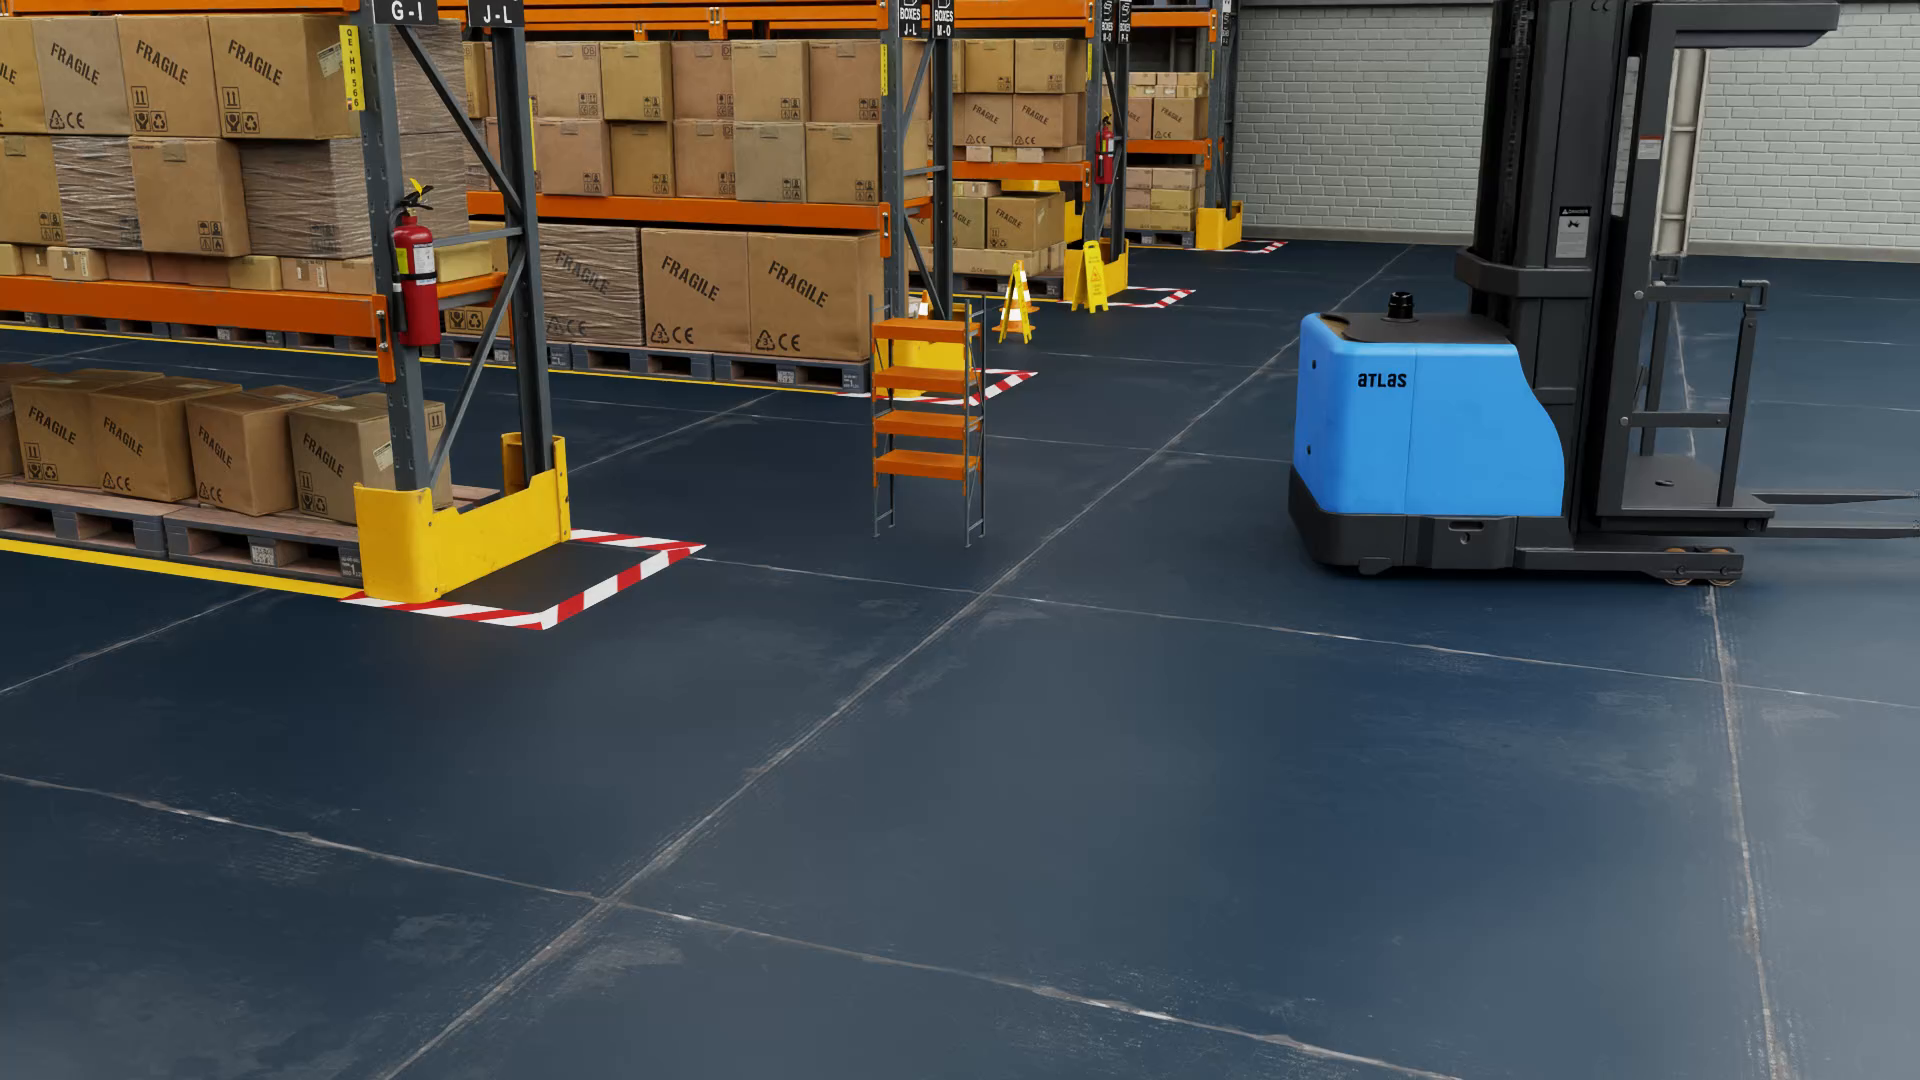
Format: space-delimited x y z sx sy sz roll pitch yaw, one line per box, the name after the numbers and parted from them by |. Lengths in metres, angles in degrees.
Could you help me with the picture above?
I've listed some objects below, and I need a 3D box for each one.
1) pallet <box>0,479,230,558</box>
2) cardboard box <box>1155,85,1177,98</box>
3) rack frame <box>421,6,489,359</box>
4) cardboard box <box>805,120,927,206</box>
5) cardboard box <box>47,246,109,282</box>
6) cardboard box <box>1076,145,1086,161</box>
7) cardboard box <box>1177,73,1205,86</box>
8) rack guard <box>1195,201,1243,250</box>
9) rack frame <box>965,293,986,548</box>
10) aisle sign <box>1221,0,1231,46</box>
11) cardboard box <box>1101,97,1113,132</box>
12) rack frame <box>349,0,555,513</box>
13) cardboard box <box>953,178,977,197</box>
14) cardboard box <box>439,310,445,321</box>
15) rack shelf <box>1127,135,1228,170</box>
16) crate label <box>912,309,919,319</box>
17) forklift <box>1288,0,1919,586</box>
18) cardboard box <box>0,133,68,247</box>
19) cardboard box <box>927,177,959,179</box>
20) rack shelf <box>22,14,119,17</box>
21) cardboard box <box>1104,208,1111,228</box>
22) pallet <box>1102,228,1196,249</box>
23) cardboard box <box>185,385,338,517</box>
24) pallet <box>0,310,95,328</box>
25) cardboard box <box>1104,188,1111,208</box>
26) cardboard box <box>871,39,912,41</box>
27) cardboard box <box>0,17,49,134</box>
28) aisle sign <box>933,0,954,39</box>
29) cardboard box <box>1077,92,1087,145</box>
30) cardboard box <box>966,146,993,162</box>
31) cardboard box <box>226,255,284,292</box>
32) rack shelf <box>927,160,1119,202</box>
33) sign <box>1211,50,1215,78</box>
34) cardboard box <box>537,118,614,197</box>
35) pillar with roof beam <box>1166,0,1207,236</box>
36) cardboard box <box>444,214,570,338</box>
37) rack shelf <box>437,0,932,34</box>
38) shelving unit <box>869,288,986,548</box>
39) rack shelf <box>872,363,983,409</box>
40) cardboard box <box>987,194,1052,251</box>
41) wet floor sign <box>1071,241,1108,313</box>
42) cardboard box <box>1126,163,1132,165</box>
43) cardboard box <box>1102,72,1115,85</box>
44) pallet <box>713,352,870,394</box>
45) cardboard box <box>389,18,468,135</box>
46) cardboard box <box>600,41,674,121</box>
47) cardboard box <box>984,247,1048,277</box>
-4.149 -0.205 8.503 1.213 0.211 1.003 6 17 21 | pallet
2.575 -5.518 20.458 0.250 0.149 0.380 7 17 22 | cardboard box
-4.012 -3.004 13.143 0.127 3.000 1.000 6 17 21 | rack frame
-0.653 -2.694 11.803 0.550 0.550 0.875 6 17 21 | cardboard box
-3.980 -1.300 7.723 0.250 0.149 0.380 6 17 21 | cardboard box
1.191 -3.857 16.531 0.250 0.149 0.380 6 17 21 | cardboard box
2.839 -5.662 20.419 0.250 0.149 0.380 6 17 21 | cardboard box
3.271 -3.974 20.967 0.348 0.500 1.175 6 17 21 | rack guard
0.073 -0.568 7.979 0.015 1.200 0.240 6 17 21 | rack frame
3.202 -6.343 19.979 0.004 0.787 0.394 6 17 21 | aisle sign
1.739 -5.315 20.923 0.500 0.500 0.500 6 17 20 | cardboard box
-2.205 -1.319 7.338 0.127 3.000 1.000 6 17 21 | rack frame
-0.008 -3.503 16.531 0.250 0.149 0.380 7 17 22 | cardboard box
-4.622 -2.166 13.536 0.750 0.750 1.050 6 17 20 | cardboard box
1.389 -5.036 21.432 4.000 0.370 1.077 6 17 21 | rack shelf
-0.287 -1.966 14.699 0.298 0.136 0.250 -2 16 -8 | crate label
3.157 -1.352 7.573 3.031 2.935 1.130 1 16 2 | forklift
-4.126 -1.710 7.971 0.500 0.500 0.875 6 17 21 | cardboard box
-0.137 -4.817 21.771 0.500 0.250 0.500 6 17 20 | cardboard box
-11.592 -6.417 20.806 4.000 0.370 1.077 6 17 21 | rack shelf
1.775 -4.131 21.203 0.500 0.250 0.500 6 17 21 | cardboard box
2.522 -3.905 21.248 1.213 0.211 1.003 6 17 21 | pallet
-3.348 -0.441 8.043 0.500 0.500 0.500 12 20 35 | cardboard box
-8.459 -2.155 15.218 1.213 0.211 1.003 6 17 21 | pallet
1.731 -4.369 21.124 0.500 0.250 0.500 6 17 19 | cardboard box
-0.517 -4.722 16.554 0.500 0.500 0.700 6 17 20 | cardboard box
-4.201 -2.137 7.649 0.500 0.500 0.500 6 17 21 | cardboard box
-0.115 -3.914 11.614 0.004 0.787 0.394 6 17 21 | aisle sign
1.092 -4.201 16.550 0.500 0.500 0.500 6 17 20 | cardboard box
0.247 -3.799 16.330 0.250 0.149 0.380 7 17 22 | cardboard box
-3.029 -1.212 7.420 0.250 0.149 0.380 6 17 21 | cardboard box
-0.429 -3.749 16.996 4.000 0.370 1.077 6 17 21 | rack shelf
3.037 -5.708 19.952 0.005 0.325 0.100 6 17 21 | sign
-2.685 -2.906 12.533 0.550 0.550 0.875 6 17 21 | cardboard box
1.353 -7.247 16.995 0.400 9.000 9.100 6 17 21 | pillar with roof beam
-3.453 -2.103 13.096 0.875 0.875 0.875 7 17 21 | cardboard box
-2.151 -3.895 12.120 4.000 0.370 1.077 6 17 21 | rack shelf
-0.154 -0.593 8.065 0.503 1.200 0.258 6 17 21 | shelving unit
-0.154 -0.743 8.021 0.480 0.148 0.258 6 17 21 | rack shelf
0.590 -3.145 16.461 0.500 0.500 0.500 6 17 21 | cardboard box
1.215 -2.462 15.496 0.232 0.644 0.267 14 21 40 | wet floor sign
1.944 -4.741 21.509 0.500 0.250 0.500 6 17 20 | cardboard box
1.857 -5.741 20.693 0.250 0.149 0.380 7 18 22 | cardboard box
-1.063 -1.318 12.334 1.213 0.211 1.003 6 17 21 | pallet
-2.616 -2.117 7.580 0.500 0.500 0.500 6 17 21 | cardboard box
-2.179 -3.379 12.228 0.500 0.550 0.875 6 17 21 | cardboard box
0.558 -2.786 16.569 0.500 0.250 0.500 6 17 20 | cardboard box
